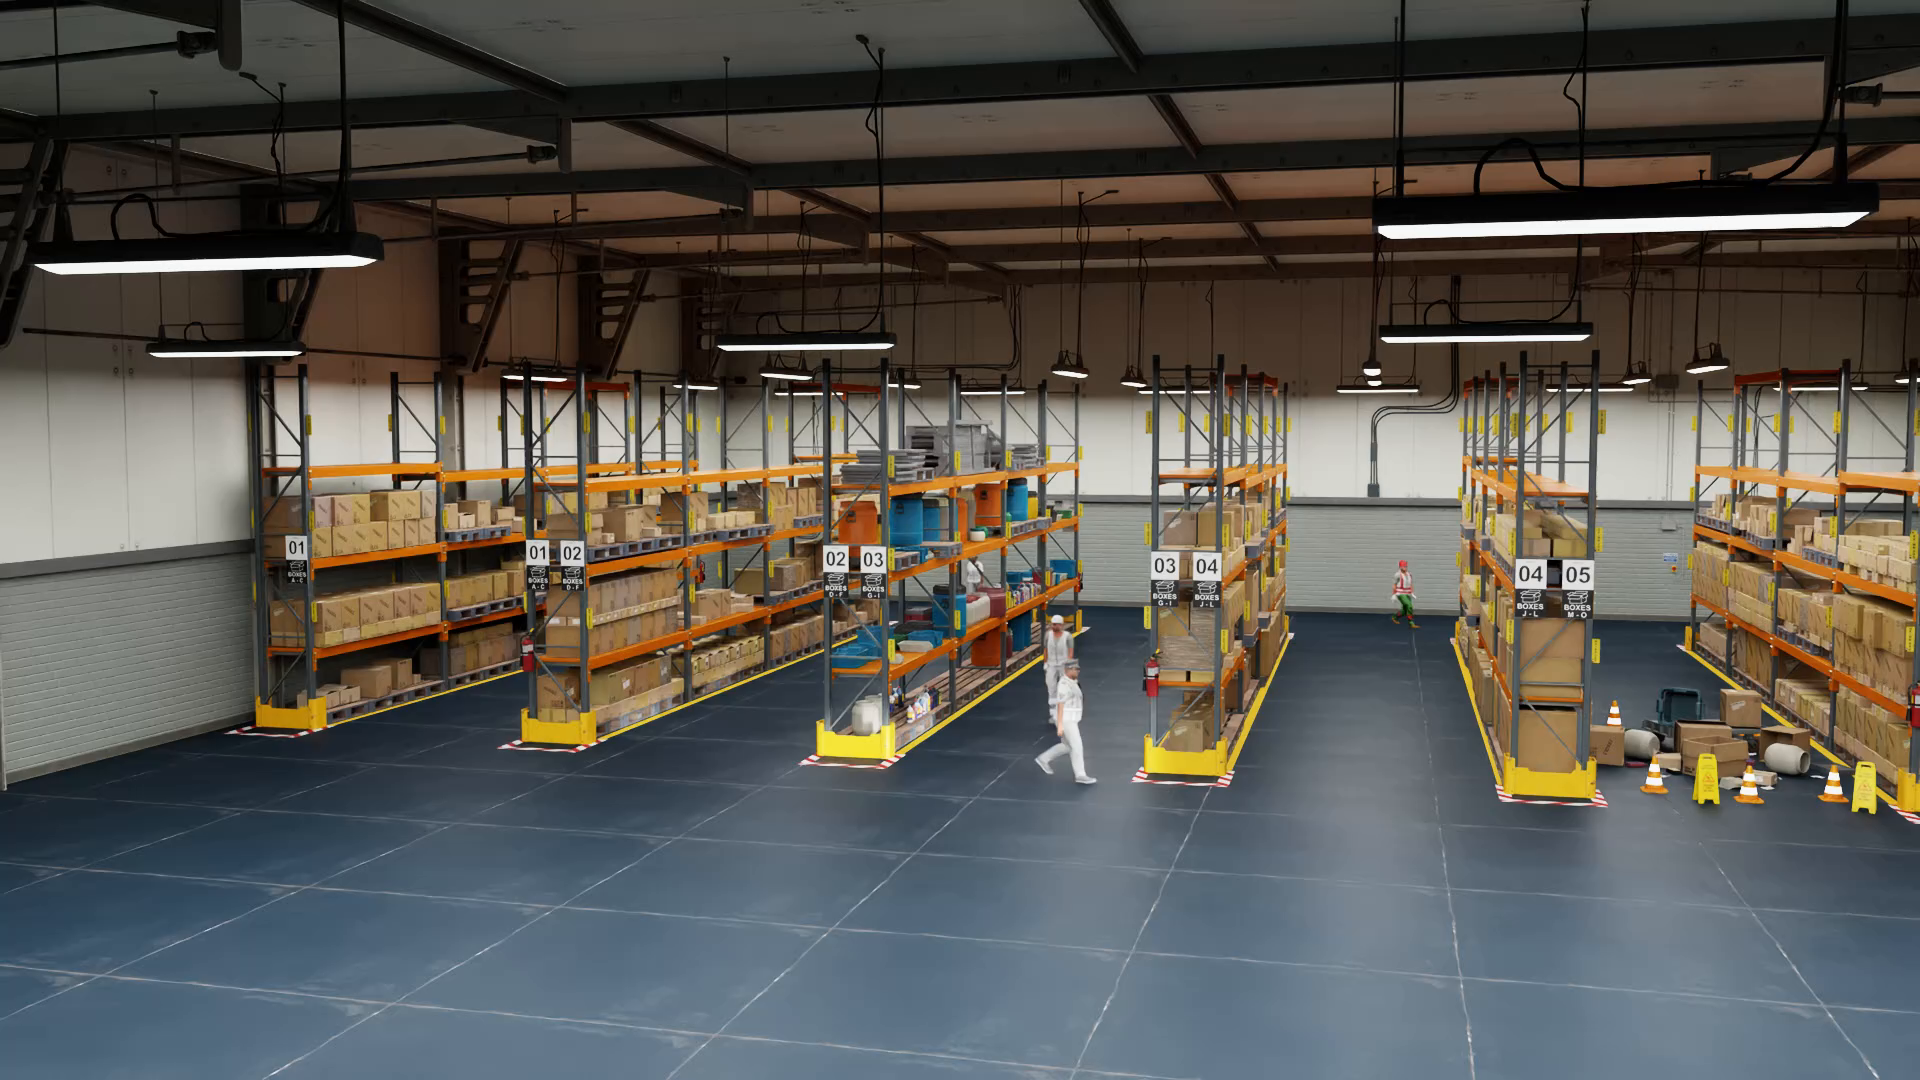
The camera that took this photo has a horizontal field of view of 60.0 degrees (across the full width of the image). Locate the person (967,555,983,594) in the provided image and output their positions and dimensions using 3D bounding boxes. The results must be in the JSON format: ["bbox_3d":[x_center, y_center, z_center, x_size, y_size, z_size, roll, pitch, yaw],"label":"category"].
[{"bbox_3d":[0.402,1.120,44.328,0.456,1.621,1.063,0,4,5],"label":"person"}]

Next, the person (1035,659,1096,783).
[{"bbox_3d":[1.500,2.519,23.428,0.960,1.720,0.569,1,4,18],"label":"person"}]

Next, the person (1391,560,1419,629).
[{"bbox_3d":[10.978,1.332,41.095,0.545,1.674,1.037,-2,5,-30],"label":"person"}]

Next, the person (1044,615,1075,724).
[{"bbox_3d":[1.664,2.167,28.225,0.559,1.786,0.834,1,4,14],"label":"person"}]
